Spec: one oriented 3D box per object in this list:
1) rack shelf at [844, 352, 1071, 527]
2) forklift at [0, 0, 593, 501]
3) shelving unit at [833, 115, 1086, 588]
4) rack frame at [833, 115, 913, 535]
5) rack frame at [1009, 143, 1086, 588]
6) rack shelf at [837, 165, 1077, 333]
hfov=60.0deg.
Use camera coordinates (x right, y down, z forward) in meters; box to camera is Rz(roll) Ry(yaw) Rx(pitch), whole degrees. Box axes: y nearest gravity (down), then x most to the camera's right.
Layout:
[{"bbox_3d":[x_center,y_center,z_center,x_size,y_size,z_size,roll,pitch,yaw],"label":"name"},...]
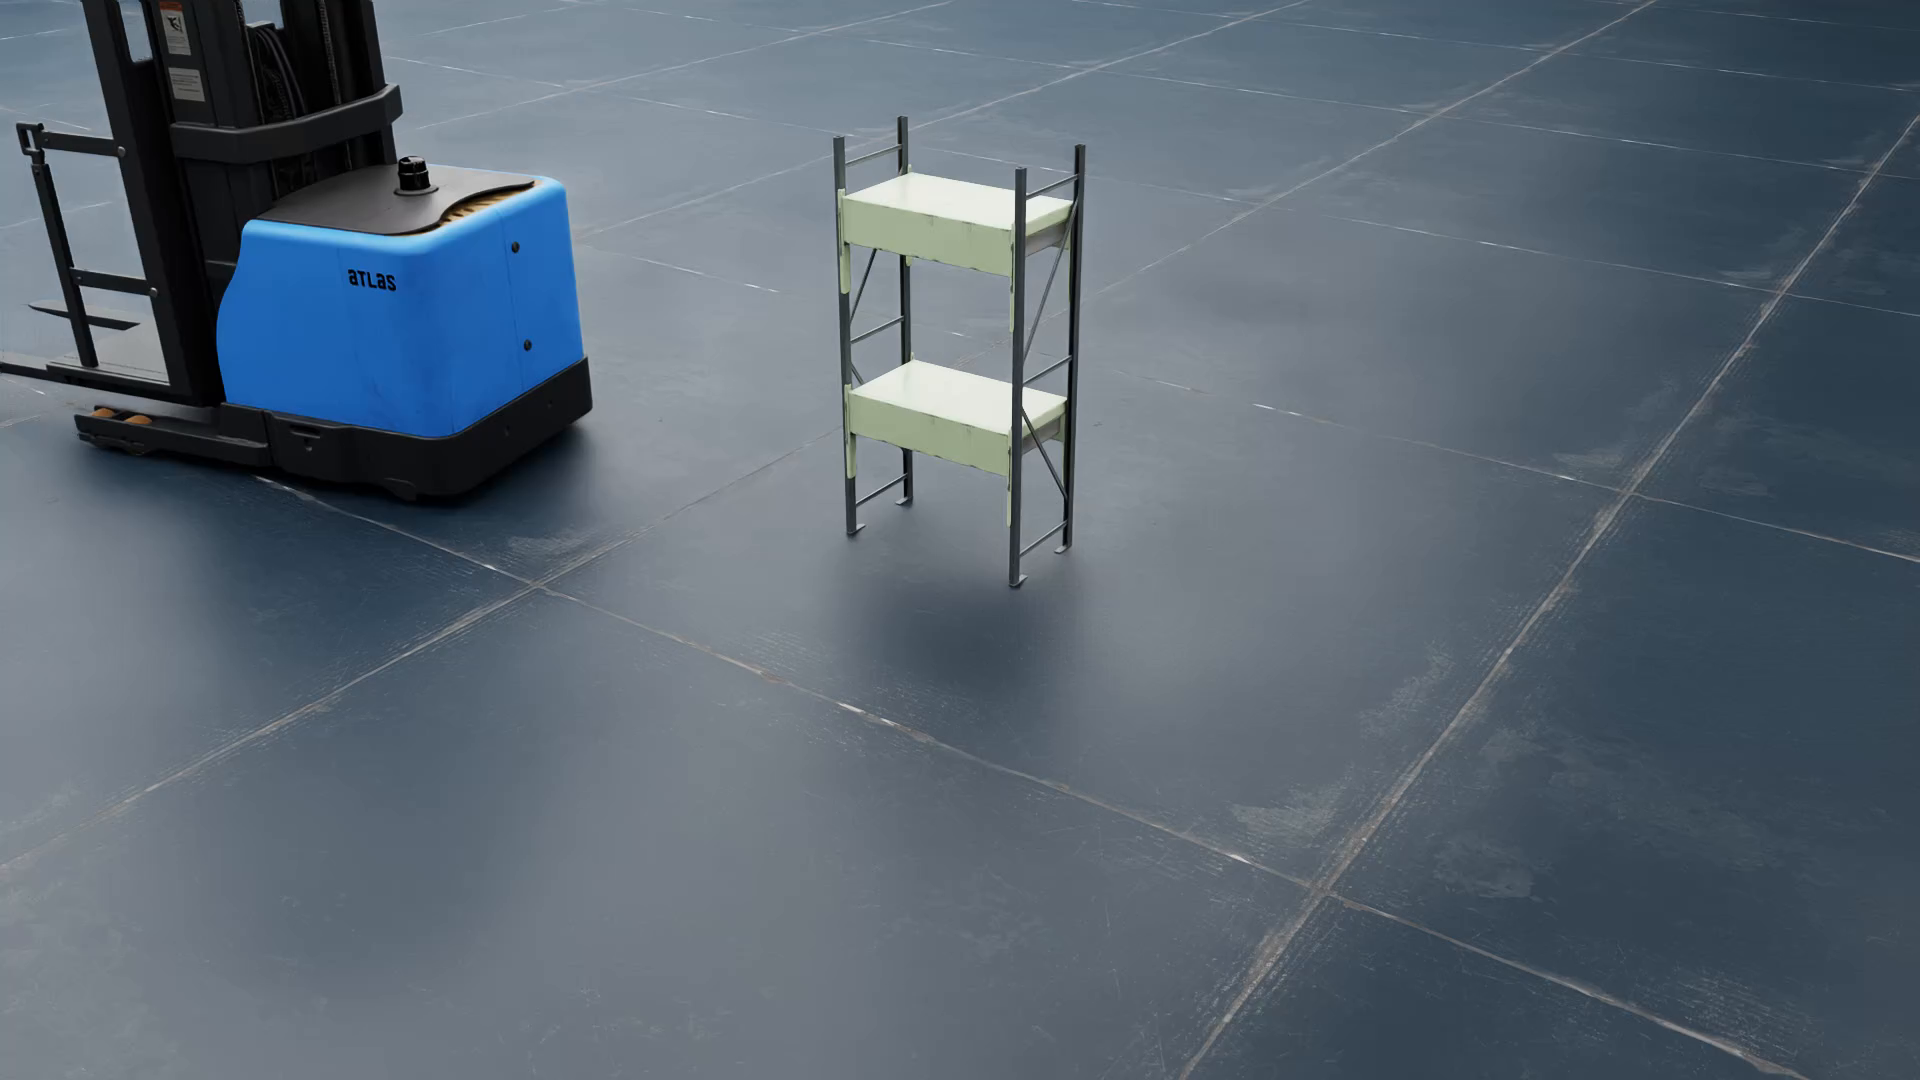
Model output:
[{"bbox_3d":[-0.006,-0.380,6.061,0.720,0.370,0.431,17,32,30],"label":"rack shelf"},{"bbox_3d":[-3.163,-1.868,6.689,3.031,2.935,1.130,10,29,19],"label":"forklift"},{"bbox_3d":[-0.006,-0.670,5.913,0.755,1.500,0.431,17,32,30],"label":"shelving unit"},{"bbox_3d":[-0.307,-0.764,6.098,0.023,1.500,0.400,17,32,30],"label":"rack frame"},{"bbox_3d":[0.296,-0.576,5.729,0.023,1.500,0.400,17,32,30],"label":"rack frame"},{"bbox_3d":[-0.006,-1.018,5.736,0.720,0.370,0.431,17,32,30],"label":"rack shelf"}]
